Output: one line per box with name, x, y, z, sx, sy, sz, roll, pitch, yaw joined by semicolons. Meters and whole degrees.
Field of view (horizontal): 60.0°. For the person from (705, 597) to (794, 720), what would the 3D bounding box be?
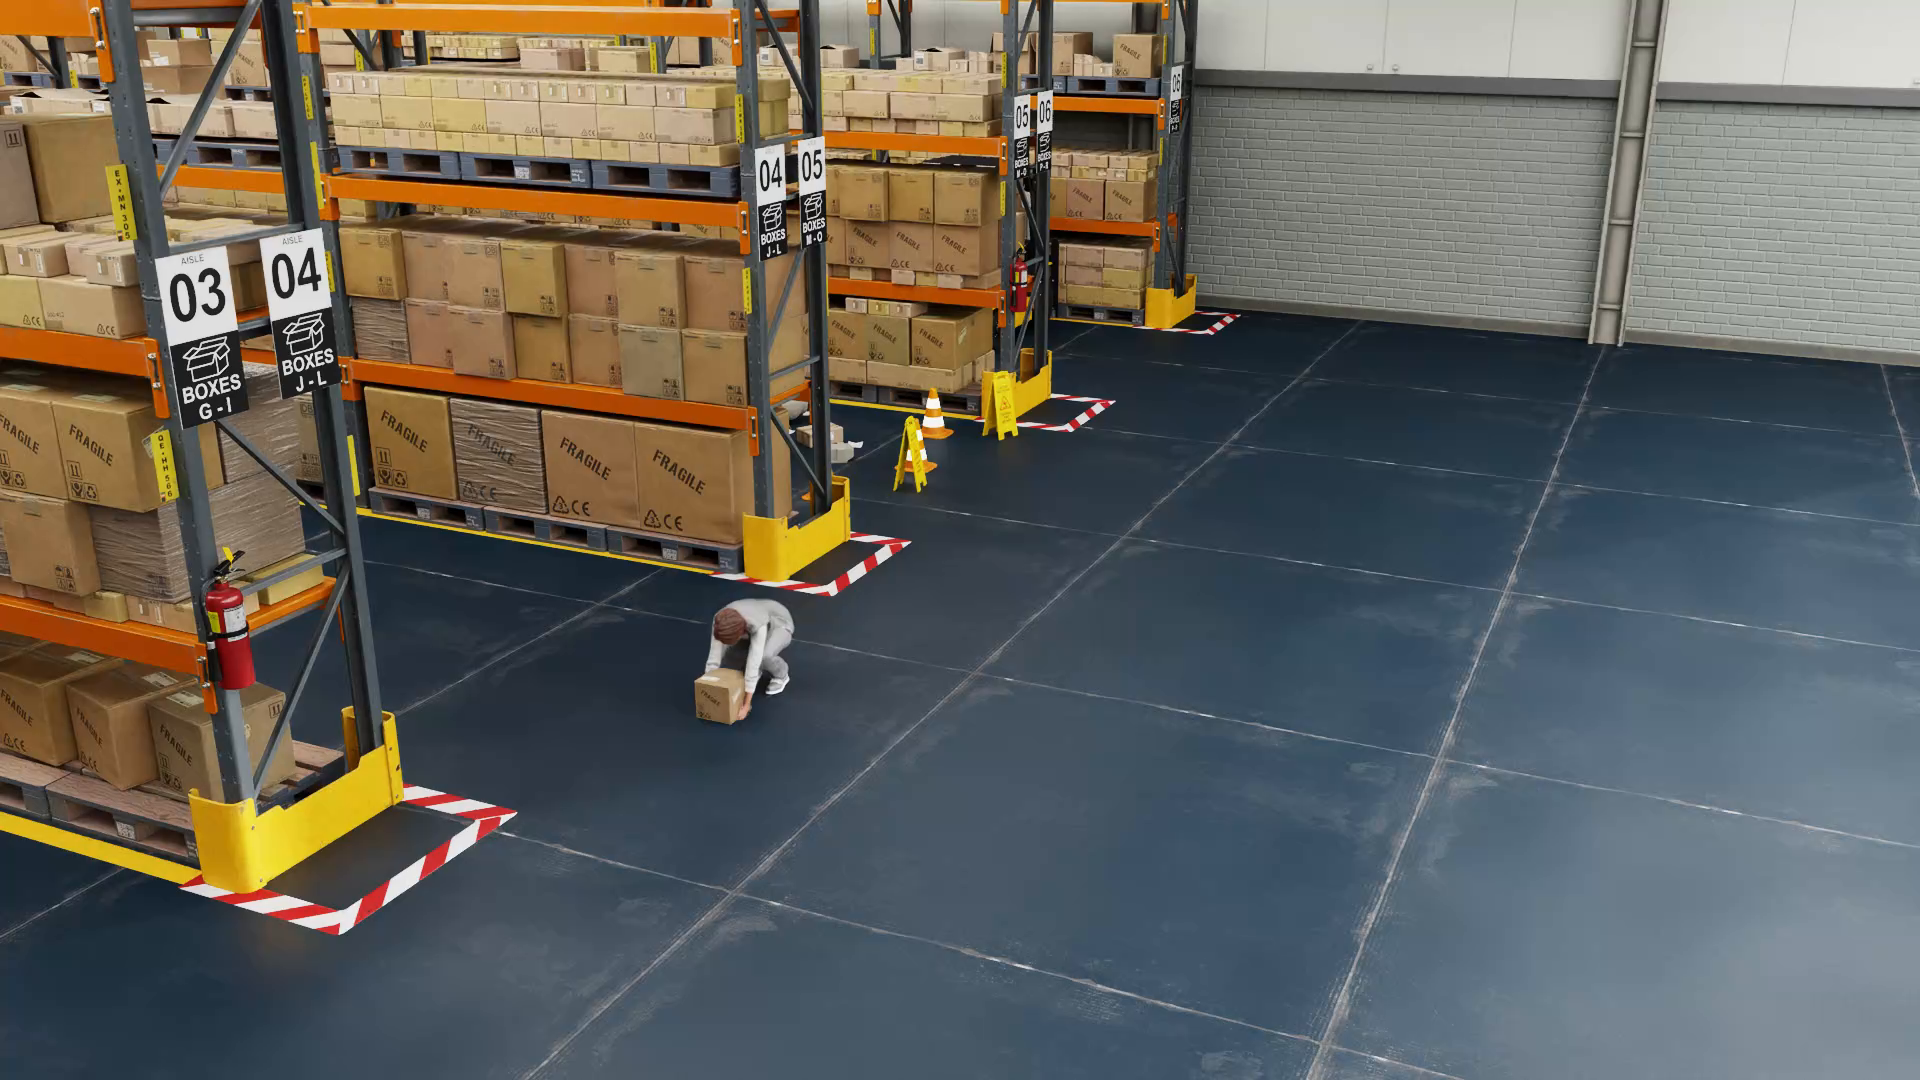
person;-1.341;0.710;10.567;0.435;0.723;0.816;8;21;22
